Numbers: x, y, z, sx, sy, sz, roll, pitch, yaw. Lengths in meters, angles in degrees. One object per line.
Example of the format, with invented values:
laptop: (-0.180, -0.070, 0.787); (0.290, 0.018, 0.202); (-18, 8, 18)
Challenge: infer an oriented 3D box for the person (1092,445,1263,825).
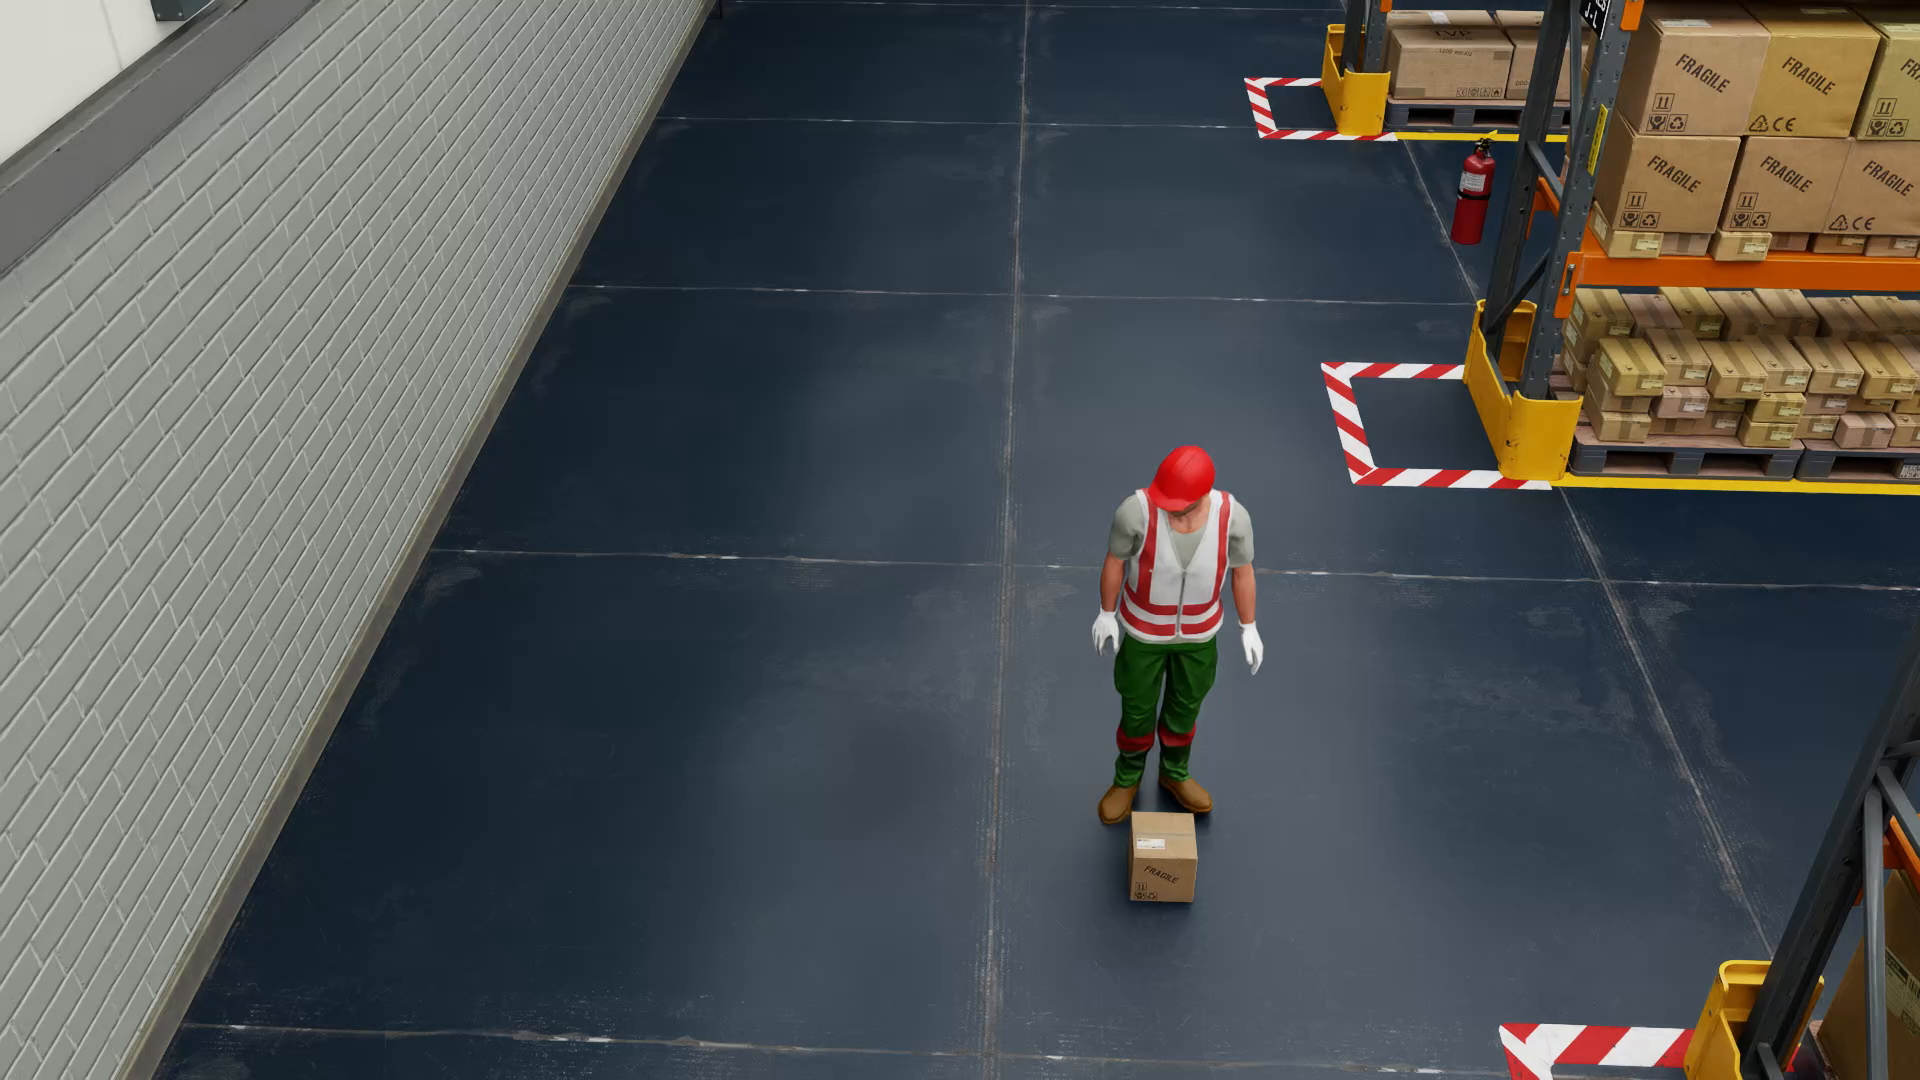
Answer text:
person: (0.859, 0.367, 6.571); (0.656, 1.800, 0.378); (-3, 36, -5)
